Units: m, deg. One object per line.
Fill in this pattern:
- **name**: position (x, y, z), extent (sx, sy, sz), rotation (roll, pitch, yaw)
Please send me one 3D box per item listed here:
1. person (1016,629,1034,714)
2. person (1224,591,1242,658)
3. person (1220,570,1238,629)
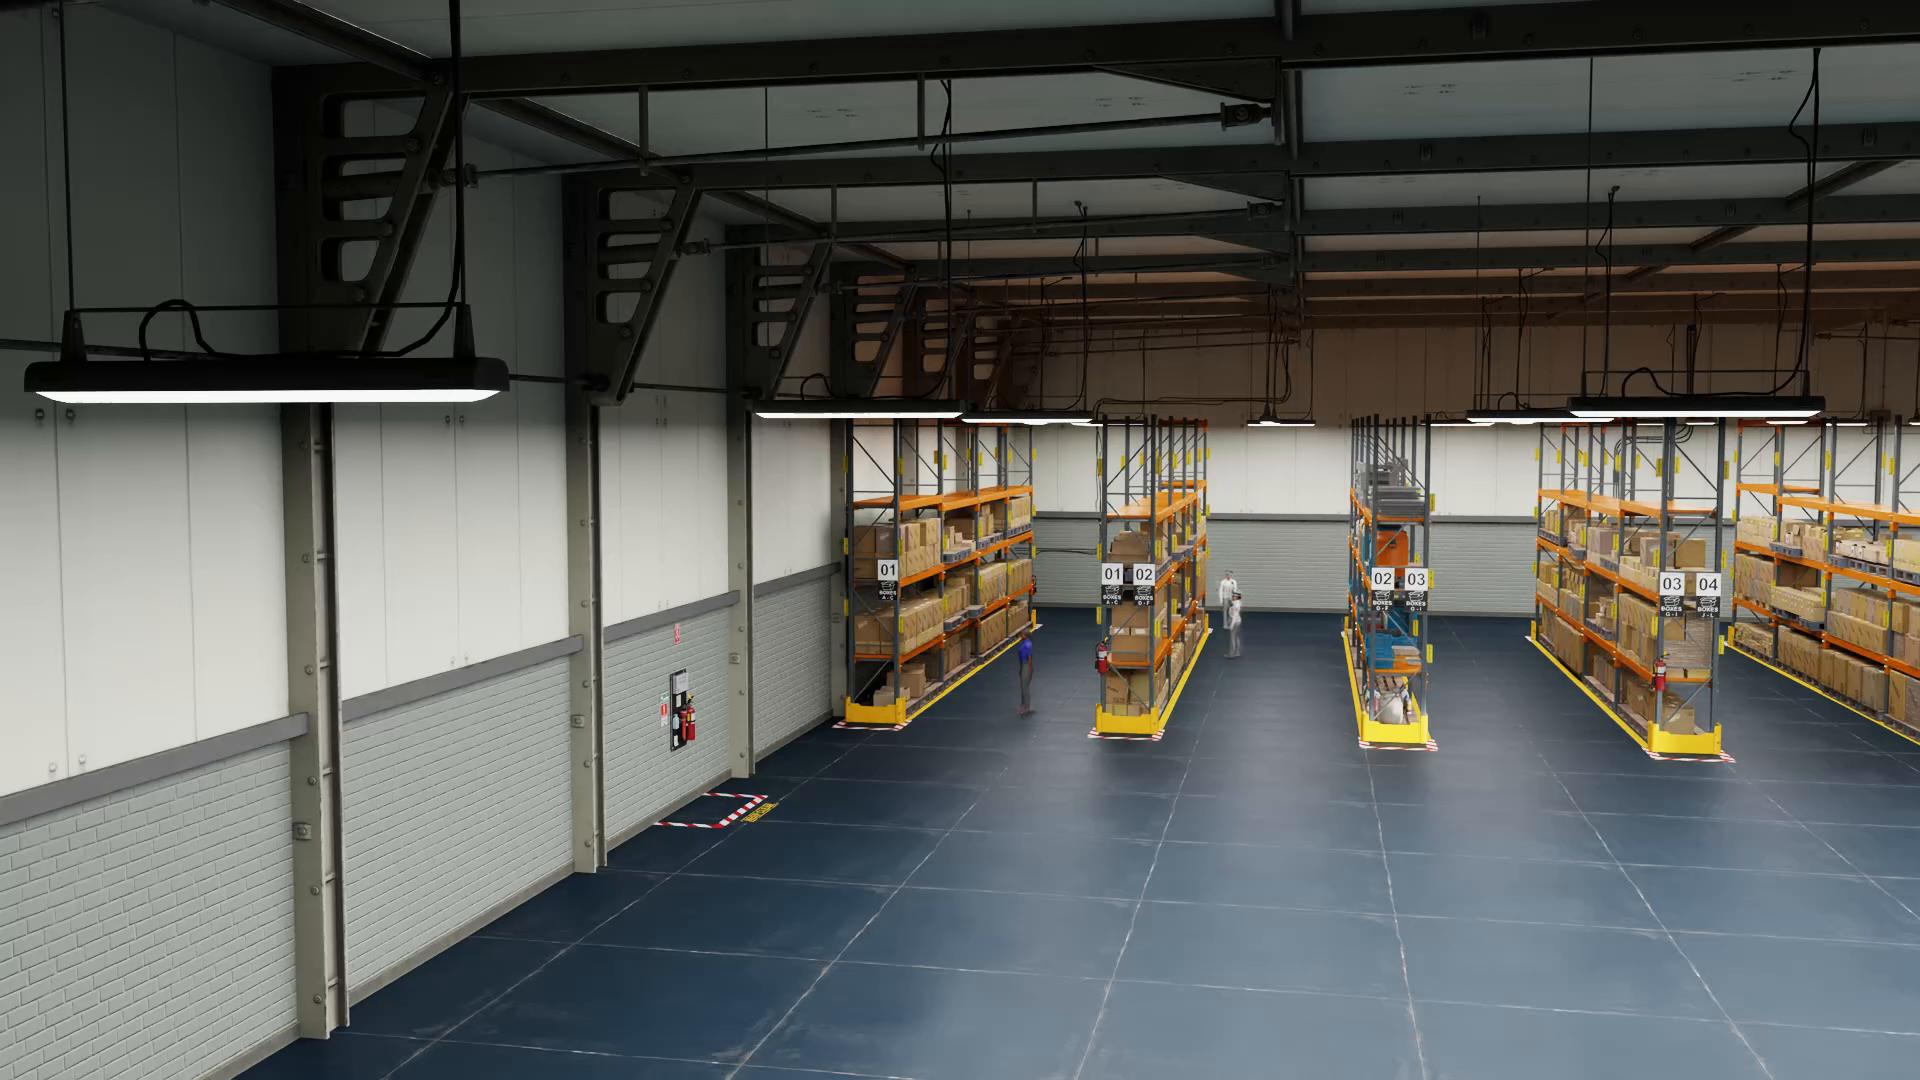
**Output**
- **person**: position (1.293, 2.650, 33.768), extent (0.403, 1.682, 0.582), rotation (0, 4, -6)
- **person**: position (6.842, 2.116, 41.717), extent (0.414, 1.673, 0.537), rotation (1, 4, 19)
- **person**: position (7.733, 1.703, 47.794), extent (0.521, 1.694, 0.362), rotation (0, 4, -1)
